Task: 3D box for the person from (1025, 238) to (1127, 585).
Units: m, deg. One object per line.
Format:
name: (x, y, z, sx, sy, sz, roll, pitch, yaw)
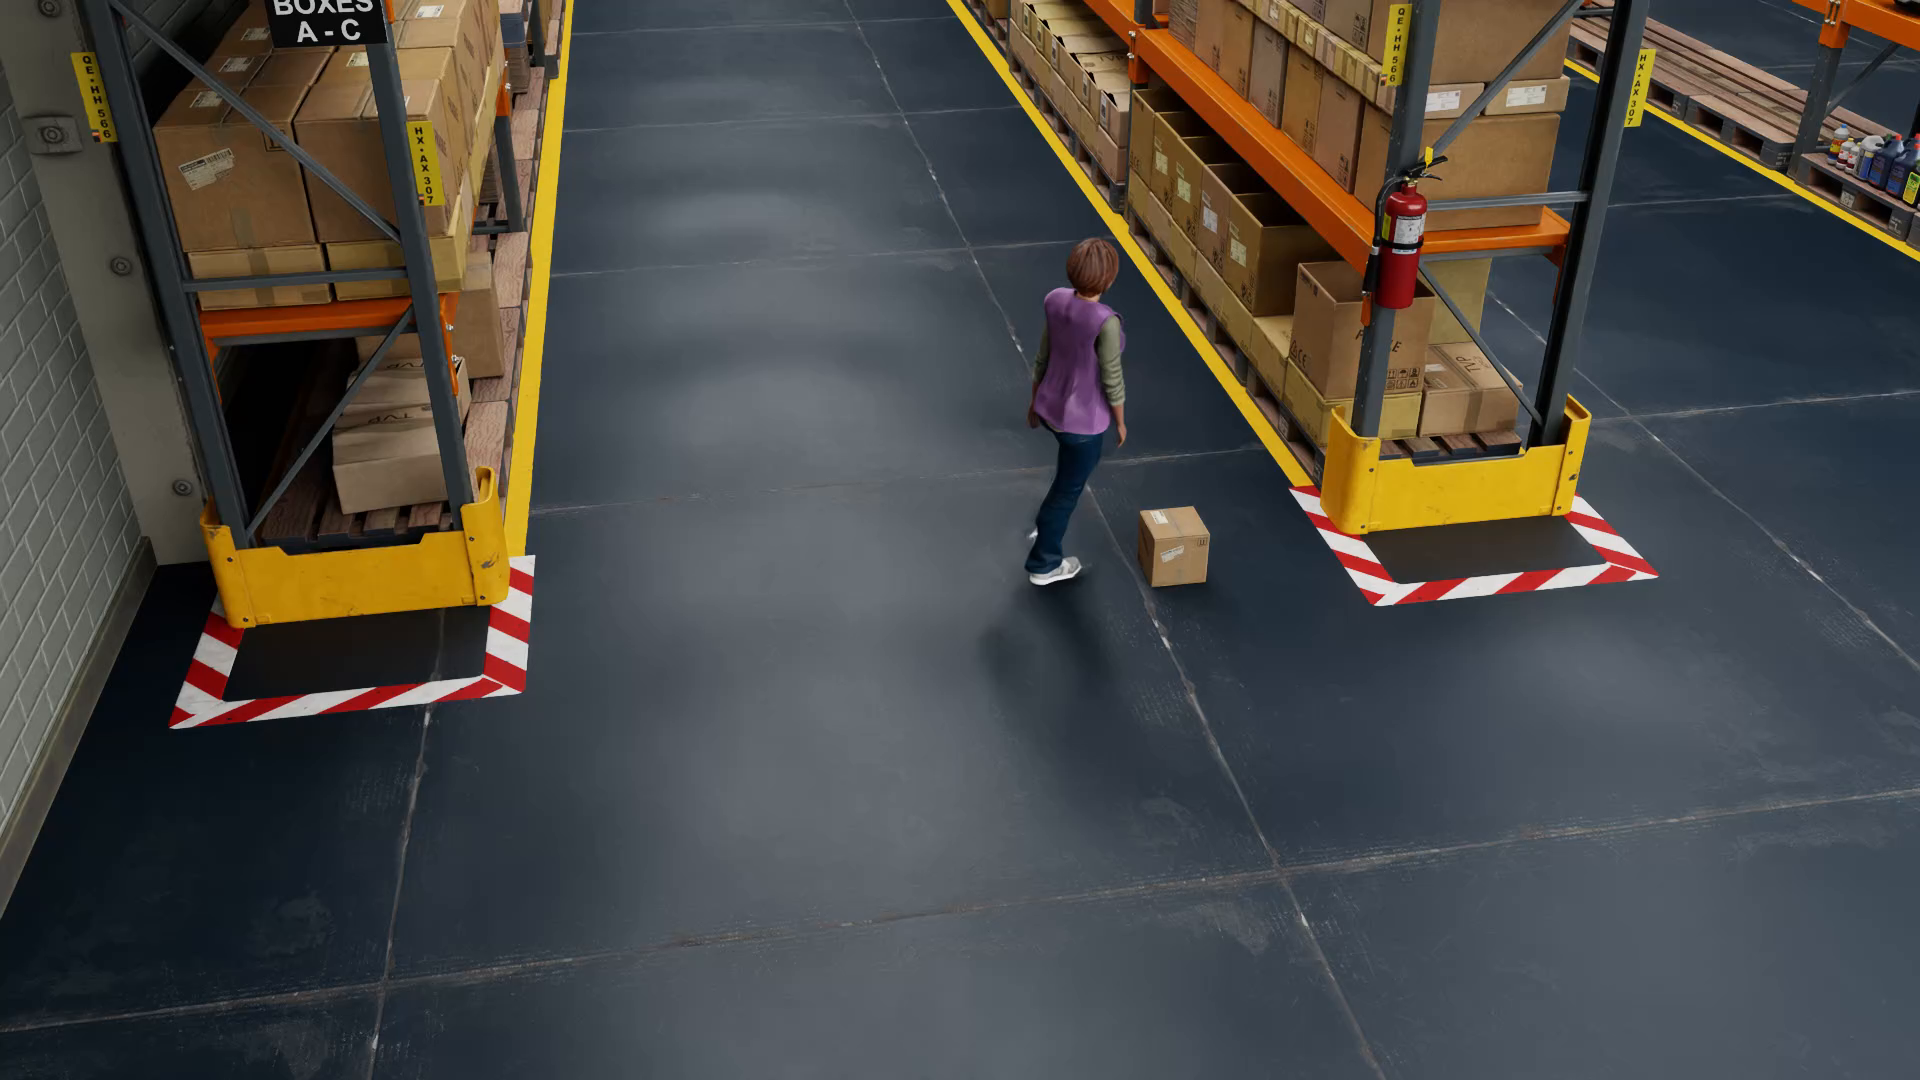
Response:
person: (0.502, -0.506, 6.963, 0.444, 1.585, 0.472, -20, 36, -29)
